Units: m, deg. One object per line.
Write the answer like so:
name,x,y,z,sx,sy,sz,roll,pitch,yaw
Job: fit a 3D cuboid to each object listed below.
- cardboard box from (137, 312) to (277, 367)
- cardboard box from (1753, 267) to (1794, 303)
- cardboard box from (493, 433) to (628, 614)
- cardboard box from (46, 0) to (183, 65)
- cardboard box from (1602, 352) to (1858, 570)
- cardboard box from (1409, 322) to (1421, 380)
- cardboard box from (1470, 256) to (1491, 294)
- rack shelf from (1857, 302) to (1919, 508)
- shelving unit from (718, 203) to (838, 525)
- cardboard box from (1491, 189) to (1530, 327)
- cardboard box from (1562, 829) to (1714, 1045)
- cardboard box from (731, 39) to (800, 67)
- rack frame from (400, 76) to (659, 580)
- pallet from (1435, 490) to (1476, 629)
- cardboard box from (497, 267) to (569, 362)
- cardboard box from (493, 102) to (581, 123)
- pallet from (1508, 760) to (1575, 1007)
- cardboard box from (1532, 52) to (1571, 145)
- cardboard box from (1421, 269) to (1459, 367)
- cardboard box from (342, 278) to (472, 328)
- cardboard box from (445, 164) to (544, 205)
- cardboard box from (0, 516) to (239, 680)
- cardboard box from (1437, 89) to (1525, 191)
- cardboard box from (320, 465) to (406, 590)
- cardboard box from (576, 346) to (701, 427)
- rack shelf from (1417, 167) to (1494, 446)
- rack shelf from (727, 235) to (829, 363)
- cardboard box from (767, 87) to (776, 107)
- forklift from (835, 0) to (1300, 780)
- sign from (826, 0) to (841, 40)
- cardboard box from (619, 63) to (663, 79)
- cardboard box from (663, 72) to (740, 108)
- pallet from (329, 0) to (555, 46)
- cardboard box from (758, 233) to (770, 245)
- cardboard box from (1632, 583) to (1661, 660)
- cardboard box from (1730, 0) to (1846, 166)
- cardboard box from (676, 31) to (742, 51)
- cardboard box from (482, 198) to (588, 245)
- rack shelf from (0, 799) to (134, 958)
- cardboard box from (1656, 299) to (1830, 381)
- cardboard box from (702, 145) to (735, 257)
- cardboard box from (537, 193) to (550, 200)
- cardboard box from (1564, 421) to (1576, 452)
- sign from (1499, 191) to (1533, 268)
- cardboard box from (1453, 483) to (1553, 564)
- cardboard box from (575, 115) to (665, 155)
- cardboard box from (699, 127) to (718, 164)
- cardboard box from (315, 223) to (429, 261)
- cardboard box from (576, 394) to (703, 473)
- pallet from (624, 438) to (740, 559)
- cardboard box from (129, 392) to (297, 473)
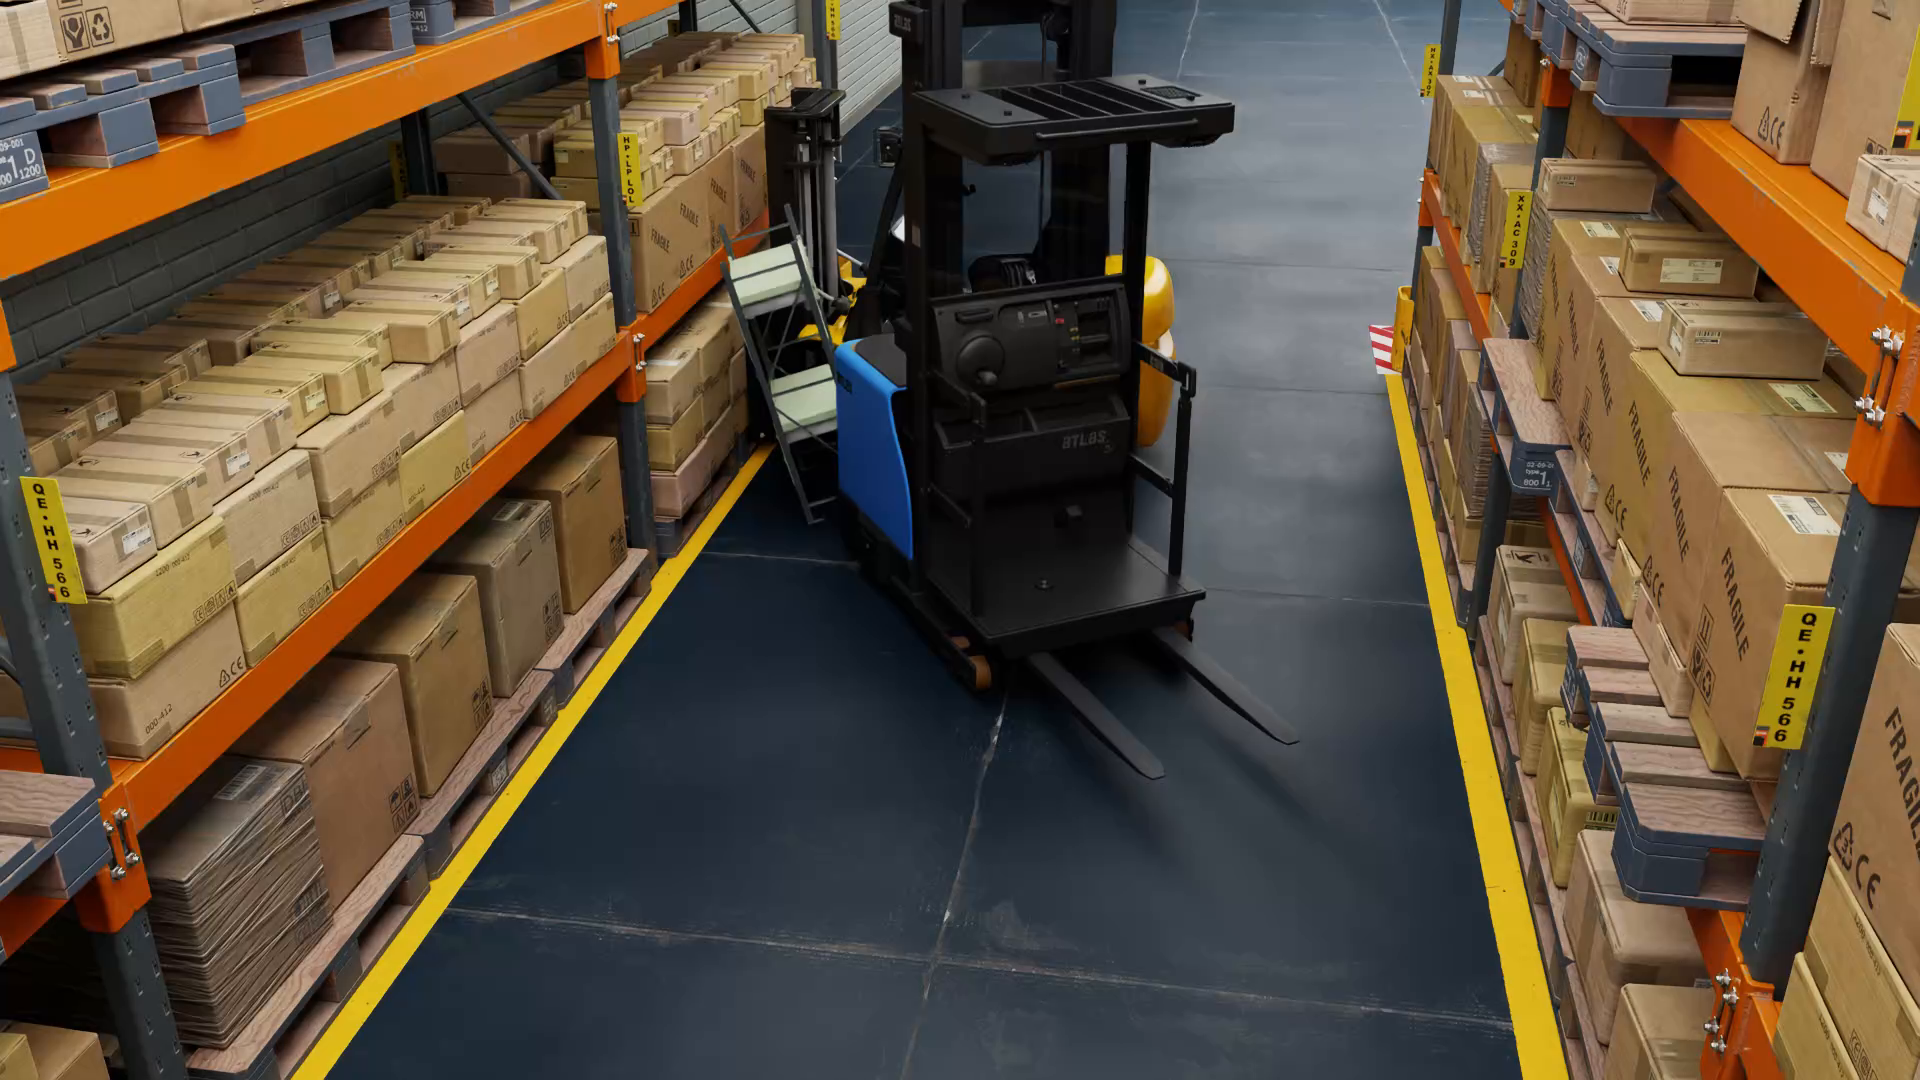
cardboard box,-2.597,-0.674,5.769,0.380,0.149,0.250,5,25,10
cardboard box,2.850,-0.611,5.552,0.500,0.500,0.500,5,26,10
cardboard box,-2.103,-0.110,7.753,0.875,0.625,0.625,5,26,11
cardboard box,-2.323,-1.467,4.077,0.500,0.500,0.500,4,25,9
cardboard box,2.170,-0.207,4.690,0.500,0.500,0.500,2,25,5
cardboard box,3.118,-1.172,10.463,0.500,0.250,0.500,4,25,8
cardboard box,2.784,-1.339,8.369,0.380,0.149,0.250,4,25,8
rack shelf,1.888,0.604,1.231,1.077,0.370,4.000,4,25,9
shelving unit,-0.862,-0.941,8.895,0.431,1.500,0.755,-17,27,-1
cardboard box,2.696,-1.255,7.425,0.500,0.500,0.500,3,25,7
cardboard box,2.430,1.256,5.133,0.950,0.372,0.625,4,25,8
cardboard box,-1.235,-3.092,10.583,0.380,0.149,0.250,4,25,9
rack frame,-2.029,-1.215,7.807,1.000,3.000,0.127,4,25,9
pallet,2.944,0.107,8.272,1.003,0.211,1.213,4,25,9
cardboard box,-1.933,-0.934,6.795,0.500,0.250,0.500,3,25,7
cardboard box,-2.183,-2.166,8.604,0.380,0.149,0.250,4,25,7
pallet,2.546,1.228,5.877,1.003,0.211,1.213,4,25,9
cardboard box,3.364,-2.319,8.517,0.700,0.500,0.500,4,25,8
cardboard box,3.034,-1.283,9.815,0.500,0.500,0.500,3,25,7
cardboard box,-2.045,-0.859,6.164,0.380,0.149,0.250,4,25,9
cardboard box,-2.229,-1.706,7.973,0.380,0.149,0.250,4,25,8
cardboard box,-2.344,0.133,4.515,0.500,0.250,0.500,4,25,8
cardboard box,3.090,-2.330,9.720,0.500,0.500,0.500,5,26,10
cardboard box,-2.204,-0.068,5.535,0.500,0.250,0.500,3,25,7
cardboard box,-1.640,-0.793,8.474,0.500,0.250,0.500,4,25,8
rack shelf,3.196,-1.383,9.015,1.077,0.370,4.000,4,25,9
rack shelf,-0.961,-1.275,8.719,0.431,0.370,0.720,-17,27,-1
cardboard box,-1.319,-2.631,9.950,0.380,0.149,0.250,3,25,7
forklift,0.416,-0.865,7.140,1.130,2.935,3.031,-11,27,-22
sign,-0.842,-3.476,10.992,0.100,0.325,0.005,4,25,9
cardboard box,-1.959,-2.700,9.746,0.380,0.149,0.250,3,25,7
cardboard box,-1.470,-2.555,9.436,0.380,0.149,0.250,4,25,9
pallet,-2.160,-2.117,6.421,0.805,0.209,1.217,3,25,6
cardboard box,-1.220,-1.857,10.748,0.500,0.250,0.500,4,25,9
cardboard box,2.055,0.240,4.499,0.380,0.149,0.250,3,25,6
cardboard box,2.436,-1.245,4.211,0.797,0.503,0.637,4,25,9
cardboard box,-1.640,-3.236,10.891,0.380,0.149,0.250,4,25,8
cardboard box,-1.865,-1.395,7.310,0.380,0.149,0.250,5,26,10
rack shelf,-3.009,1.621,2.598,1.077,0.370,4.000,4,25,9
cardboard box,2.204,-0.567,4.694,0.380,0.149,0.250,3,25,6
cardboard box,-1.548,-1.858,9.064,0.500,0.500,0.500,4,25,8
cardboard box,-2.222,-1.467,8.227,0.500,0.500,0.500,4,25,8
cardboard box,2.363,-0.407,5.882,0.380,0.149,0.250,4,25,9
sign,2.332,-1.299,6.965,0.100,0.325,0.005,4,25,9
cardboard box,2.700,-0.083,8.137,0.500,0.250,0.500,5,26,11
cardboard box,-1.697,-2.024,8.302,0.380,0.149,0.250,4,25,8
cardboard box,-1.503,-2.096,8.806,0.380,0.149,0.250,4,25,8
cardboard box,-2.435,-1.209,6.911,0.380,0.149,0.250,4,25,8
cardboard box,-1.645,-0.567,8.581,0.500,0.250,0.500,4,25,8
pallet,-1.857,-0.281,9.102,1.003,0.211,1.213,4,25,9
cardboard box,-2.250,-0.325,5.023,0.380,0.149,0.250,4,25,9
